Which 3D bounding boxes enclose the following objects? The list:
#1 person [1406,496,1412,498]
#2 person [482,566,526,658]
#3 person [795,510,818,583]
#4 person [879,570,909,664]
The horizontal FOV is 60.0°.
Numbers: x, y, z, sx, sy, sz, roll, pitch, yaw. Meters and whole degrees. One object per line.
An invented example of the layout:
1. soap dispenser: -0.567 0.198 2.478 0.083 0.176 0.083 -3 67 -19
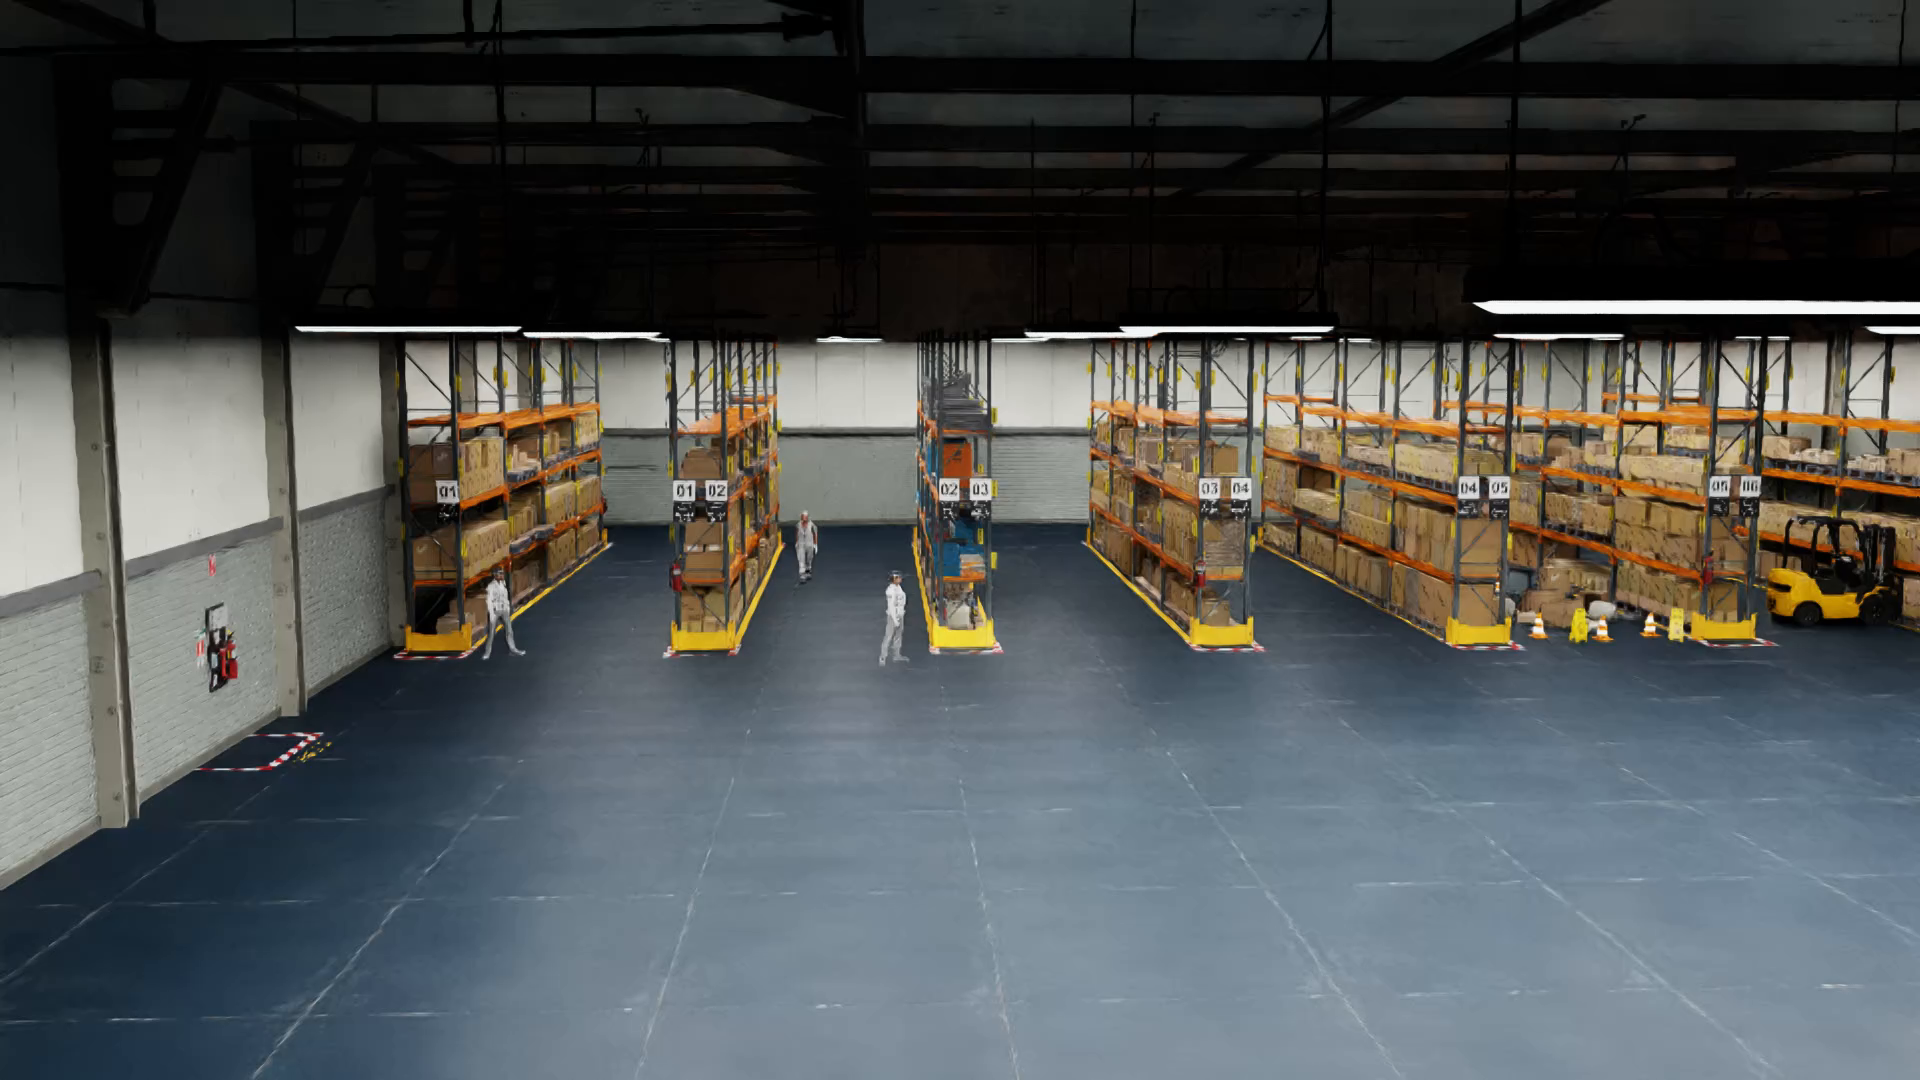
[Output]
1. person: 11.592 -0.261 43.151 0.573 1.782 0.665 3 7 25
2. person: -8.399 1.304 30.416 0.553 1.672 0.685 5 8 36
3. person: -3.712 0.137 40.104 0.564 1.736 1.044 0 7 -4
4. person: -1.213 1.377 29.879 0.421 1.677 0.634 3 7 24
